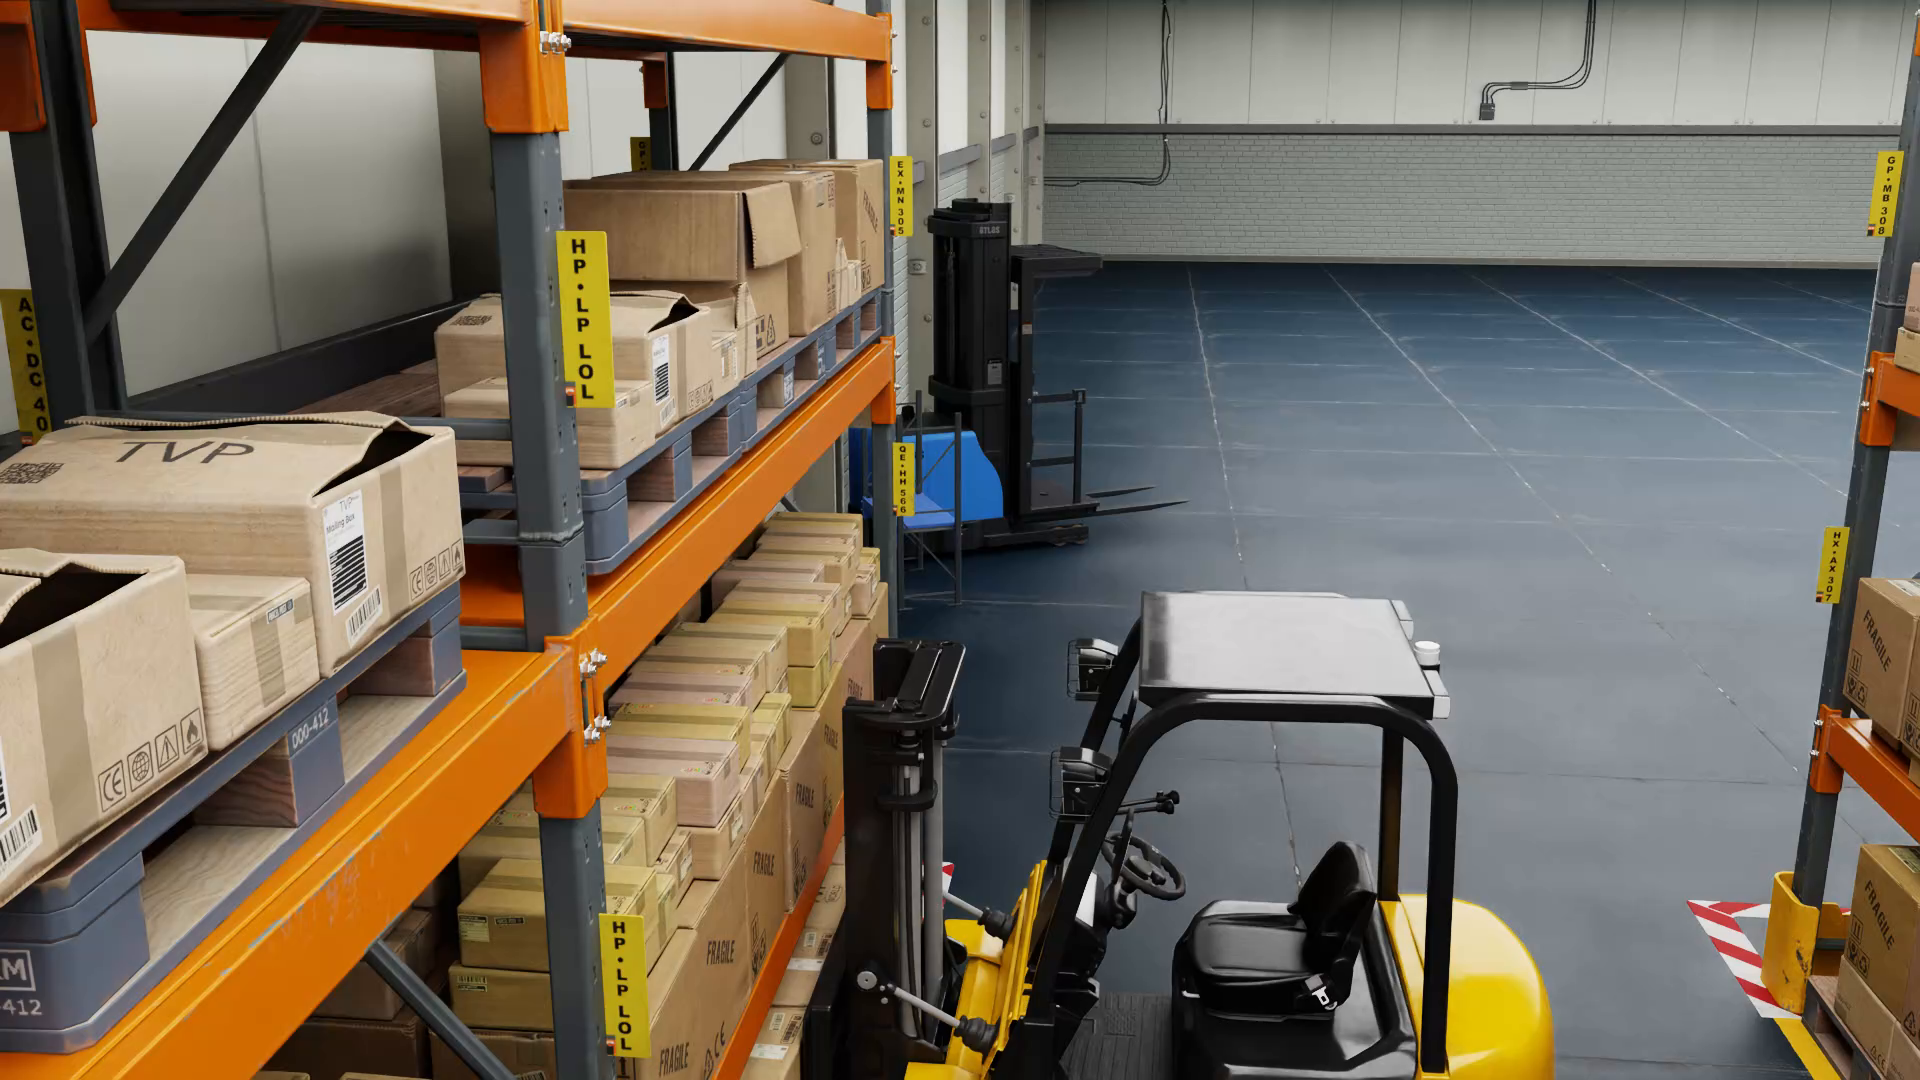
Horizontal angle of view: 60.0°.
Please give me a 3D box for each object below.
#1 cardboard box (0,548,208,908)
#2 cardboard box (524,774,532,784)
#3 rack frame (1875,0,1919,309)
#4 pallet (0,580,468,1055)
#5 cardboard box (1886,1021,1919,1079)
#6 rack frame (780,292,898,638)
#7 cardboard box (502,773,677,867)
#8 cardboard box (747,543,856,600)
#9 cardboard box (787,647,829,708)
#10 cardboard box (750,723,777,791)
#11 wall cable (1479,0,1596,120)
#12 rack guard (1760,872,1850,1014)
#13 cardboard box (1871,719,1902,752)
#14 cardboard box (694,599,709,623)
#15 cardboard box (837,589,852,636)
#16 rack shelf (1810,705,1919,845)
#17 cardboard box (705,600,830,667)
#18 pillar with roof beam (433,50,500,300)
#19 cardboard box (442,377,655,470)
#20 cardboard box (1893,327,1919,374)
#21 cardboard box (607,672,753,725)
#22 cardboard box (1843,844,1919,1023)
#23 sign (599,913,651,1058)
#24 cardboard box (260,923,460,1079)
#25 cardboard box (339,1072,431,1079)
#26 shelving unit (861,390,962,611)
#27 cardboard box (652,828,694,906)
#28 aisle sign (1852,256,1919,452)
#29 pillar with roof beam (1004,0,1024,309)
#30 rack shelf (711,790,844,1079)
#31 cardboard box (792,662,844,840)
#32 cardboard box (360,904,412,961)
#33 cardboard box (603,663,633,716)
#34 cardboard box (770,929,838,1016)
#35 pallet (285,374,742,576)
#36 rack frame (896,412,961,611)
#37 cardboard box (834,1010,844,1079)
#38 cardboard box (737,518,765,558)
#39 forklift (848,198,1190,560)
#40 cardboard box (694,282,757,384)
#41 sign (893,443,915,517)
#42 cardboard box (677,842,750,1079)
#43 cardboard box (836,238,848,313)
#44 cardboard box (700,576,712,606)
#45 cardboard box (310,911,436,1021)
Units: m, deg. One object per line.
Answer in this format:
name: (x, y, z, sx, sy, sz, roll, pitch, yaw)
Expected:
cardboard box: (-1.162, 0.168, 1.722, 0.500, 0.311, 0.500, 1, 15, 4)
cardboard box: (-1.311, 0.713, 4.843, 0.380, 0.149, 0.250, 2, 15, 8)
rack frame: (4.148, -2.358, 6.143, 1.000, 3.000, 0.127, 2, 15, 6)
pallet: (-1.322, 0.304, 2.413, 0.805, 0.209, 1.217, 1, 15, 4)
cardboard box: (3.717, 1.996, 5.998, 0.500, 0.250, 0.500, 2, 15, 8)
rack frame: (-0.784, 0.393, 7.464, 1.000, 3.000, 0.127, 2, 15, 6)
cardboard box: (-0.945, 0.714, 4.270, 0.380, 0.149, 0.250, 1, 15, 5)
cardboard box: (-0.615, 0.120, 6.467, 0.380, 0.149, 0.250, 2, 15, 8)
cardboard box: (-0.665, 0.463, 5.770, 0.380, 0.149, 0.250, 2, 15, 7)
cardboard box: (-0.765, 0.663, 5.031, 0.380, 0.149, 0.250, 1, 15, 4)
wall cable: (12.704, -12.213, 36.074, 2.305, 6.003, 0.169, 2, 15, 6)
rack guard: (4.140, 1.764, 7.180, 1.175, 0.500, 0.348, 2, 15, 6)
cardboard box: (3.904, 0.741, 6.656, 0.380, 0.149, 0.250, 2, 15, 6)
cardboard box: (-1.170, 0.311, 6.332, 0.380, 0.149, 0.250, 1, 15, 4)
cardboard box: (-0.634, 0.262, 6.512, 0.380, 0.149, 0.250, 2, 15, 7)
rack shelf: (3.923, 1.404, 5.102, 1.077, 0.370, 4.000, 2, 15, 6)
cardboard box: (-0.660, 0.321, 5.725, 0.380, 0.149, 0.250, 2, 15, 7)
pillar with roof beam: (2.519, -2.223, 5.642, 9.100, 9.000, 0.400, 2, 15, 6)
cardboard box: (-0.883, -0.255, 3.598, 0.380, 0.149, 0.250, 2, 15, 7)
cardboard box: (3.788, -0.712, 6.285, 0.380, 0.149, 0.250, 2, 15, 6)
cardboard box: (-0.838, 0.515, 5.008, 0.380, 0.149, 0.250, 2, 15, 6)
cardboard box: (3.780, 1.508, 6.366, 0.500, 0.500, 0.500, 1, 15, 4)
sign: (-0.695, 0.923, 3.436, 0.100, 0.325, 0.005, 2, 15, 6)
cardboard box: (-1.453, 1.257, 4.074, 0.500, 0.500, 0.500, 2, 15, 6)
cardboard box: (-1.053, 1.164, 3.177, 0.380, 0.149, 0.250, 2, 15, 8)
shelving unit: (-0.391, -0.334, 13.024, 0.538, 1.500, 1.048, -5, 16, -17)
cardboard box: (-0.909, 0.858, 4.308, 0.380, 0.149, 0.250, 2, 15, 6)
aisle sign: (3.847, -0.742, 6.680, 0.394, 0.787, 0.004, 2, 15, 6)
pillar with roof beam: (5.227, -8.447, 28.662, 9.100, 9.000, 0.400, 2, 15, 6)
rack shelf: (-1.010, 1.259, 5.639, 1.077, 0.370, 4.000, 2, 15, 6)
cardboard box: (-0.704, 0.747, 5.962, 0.500, 0.500, 0.500, 1, 15, 5)
cardboard box: (-1.500, 0.833, 3.829, 0.380, 0.149, 0.250, 2, 15, 6)
cardboard box: (-1.264, 0.437, 5.294, 0.380, 0.149, 0.250, 2, 15, 8)
cardboard box: (-0.690, 1.558, 5.701, 0.500, 0.250, 0.500, 1, 15, 5)
pallet: (-1.165, -0.197, 4.068, 1.003, 0.211, 1.213, 2, 15, 6)
rack frame: (-0.233, -0.208, 12.558, 0.500, 1.500, 0.032, -5, 16, -17)
cardboard box: (-0.693, 1.805, 5.745, 0.500, 0.250, 0.500, 2, 15, 6)
cardboard box: (-1.034, -0.032, 7.028, 0.380, 0.149, 0.250, 1, 15, 5)
forklift: (0.578, -1.481, 14.523, 3.031, 2.935, 1.130, -7, 16, -23)
cardboard box: (-0.766, -0.580, 4.576, 0.396, 0.266, 0.258, 1, 15, 5)
sign: (-0.247, -0.261, 7.209, 0.100, 0.325, 0.005, 2, 15, 6)
cardboard box: (-0.884, 1.139, 4.512, 0.500, 0.500, 0.500, 2, 15, 7)
cardboard box: (-0.605, -0.952, 5.951, 0.396, 0.266, 0.258, 2, 15, 6)
cardboard box: (-1.156, 0.168, 6.290, 0.380, 0.149, 0.250, 2, 15, 7)
cardboard box: (-1.454, 0.978, 3.866, 0.380, 0.149, 0.250, 2, 15, 6)
